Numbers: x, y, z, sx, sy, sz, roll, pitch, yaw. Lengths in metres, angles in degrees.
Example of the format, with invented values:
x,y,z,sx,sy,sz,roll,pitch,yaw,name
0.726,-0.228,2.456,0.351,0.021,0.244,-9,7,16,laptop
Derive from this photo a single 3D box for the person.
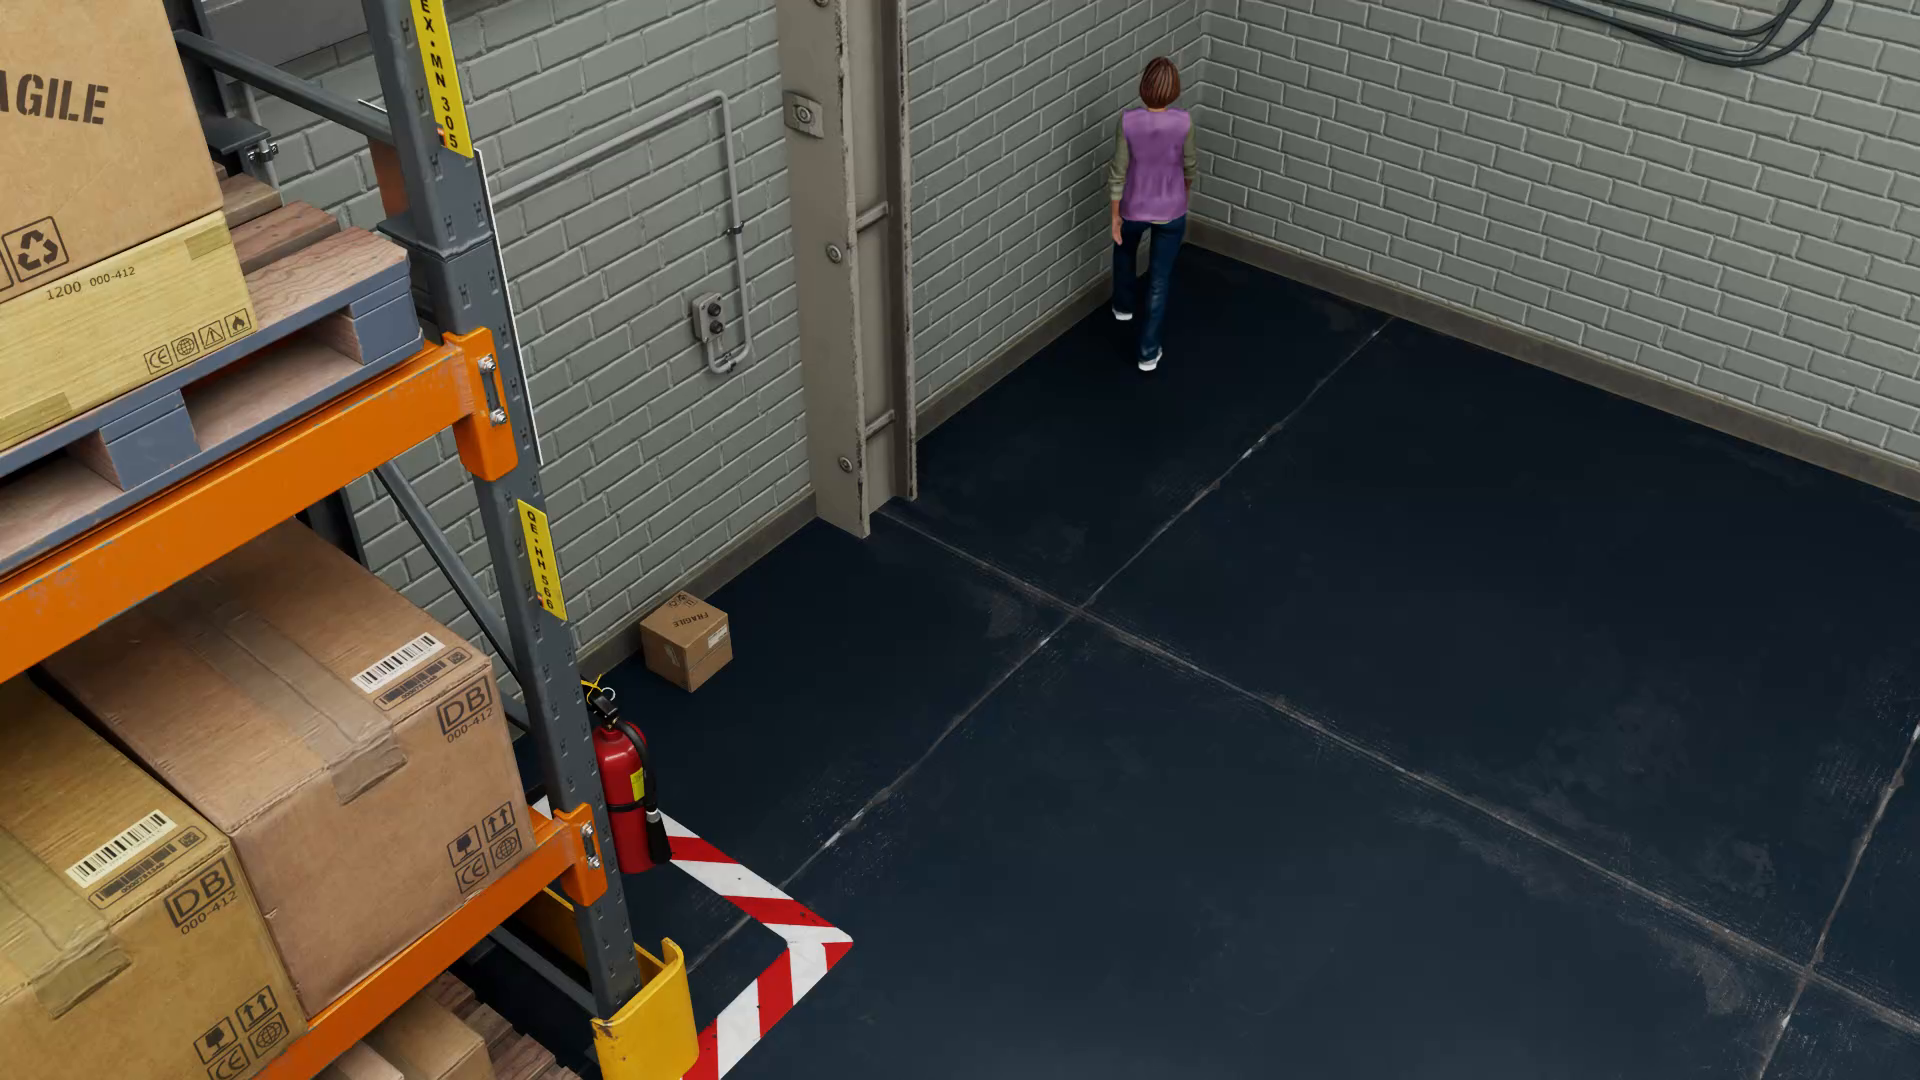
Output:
x,y,z,sx,sy,sz,roll,pitch,yaw,name
0.938,-1.653,8.161,0.419,1.592,0.730,6,40,7,person
